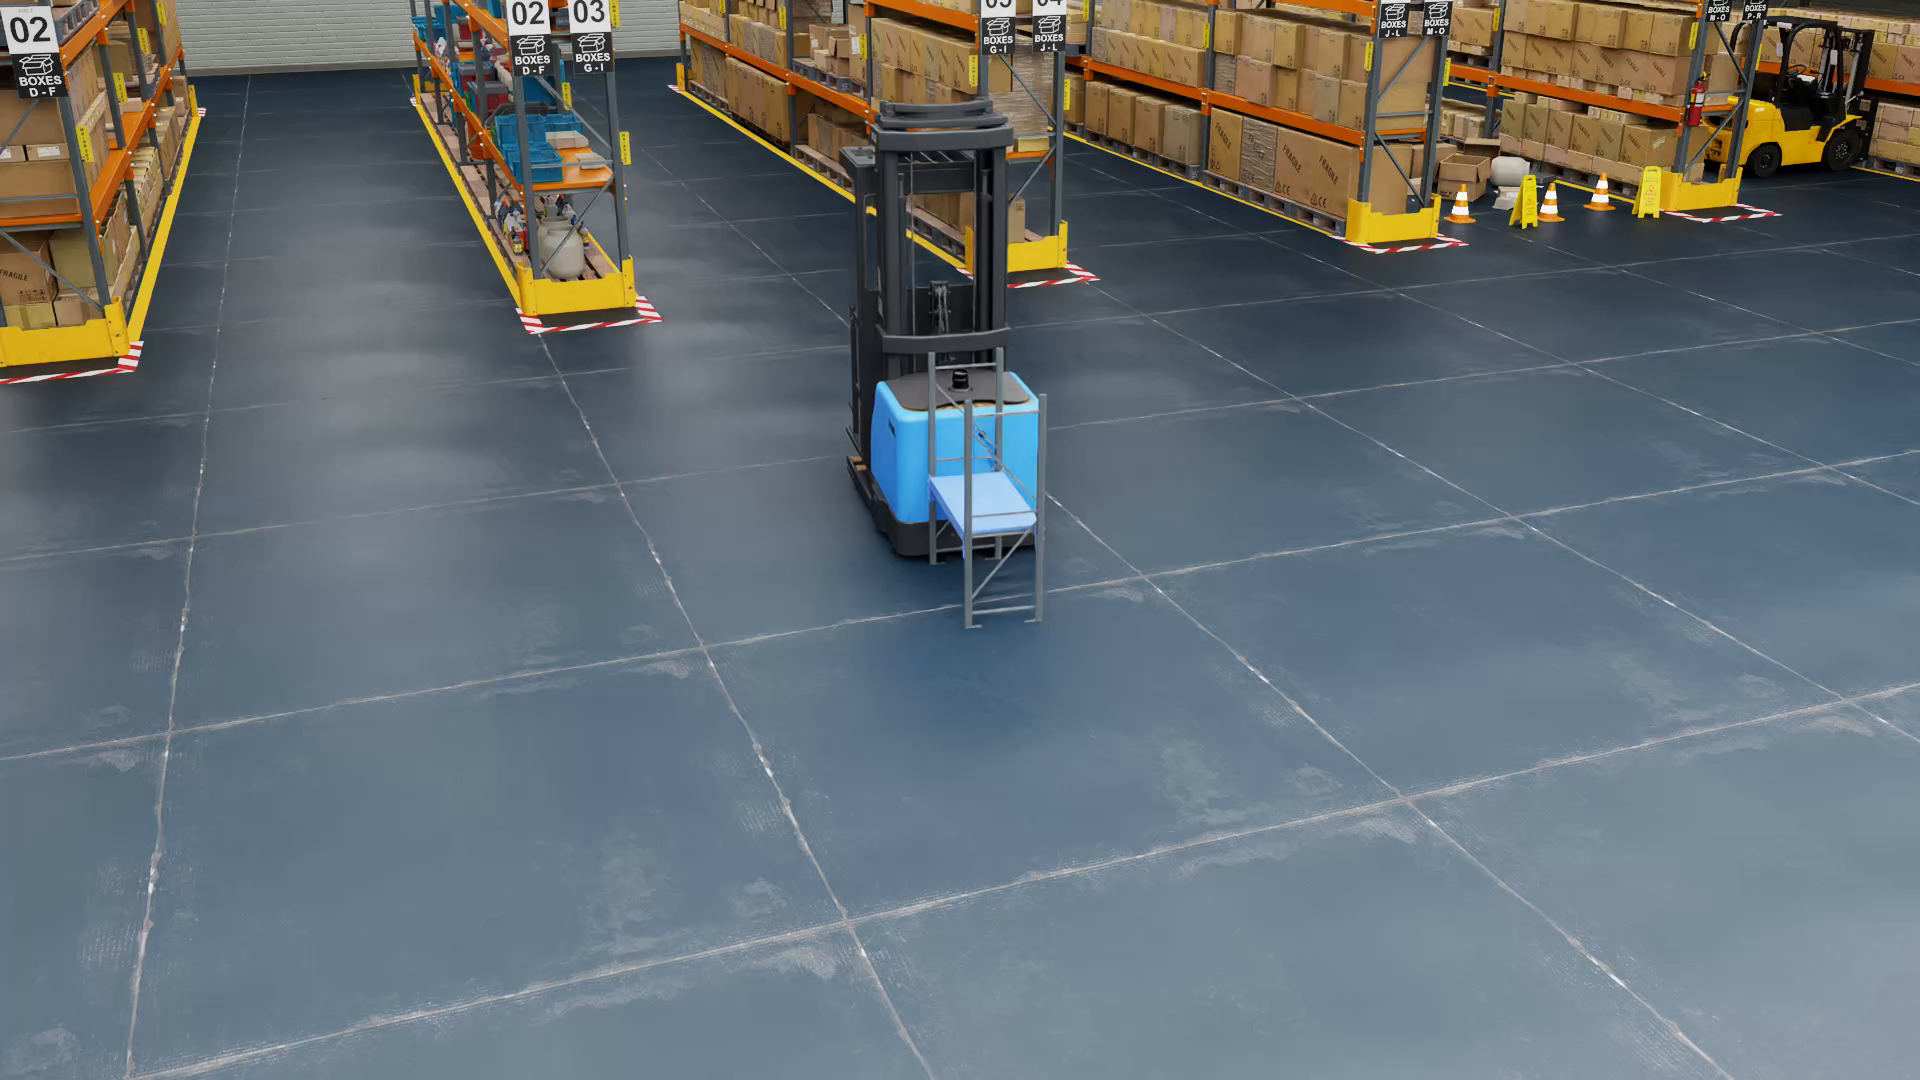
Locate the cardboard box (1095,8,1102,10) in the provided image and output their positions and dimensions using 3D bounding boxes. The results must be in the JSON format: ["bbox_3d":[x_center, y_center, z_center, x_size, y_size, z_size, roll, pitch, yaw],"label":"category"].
[{"bbox_3d":[2.361,-8.787,27.754,0.380,0.149,0.250,-8,24,-19],"label":"cardboard box"}]

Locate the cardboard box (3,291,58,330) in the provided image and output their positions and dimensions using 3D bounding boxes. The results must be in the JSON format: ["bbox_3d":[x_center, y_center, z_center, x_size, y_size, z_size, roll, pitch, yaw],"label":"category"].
[{"bbox_3d":[-9.062,-2.226,16.170,0.500,0.250,0.500,-8,24,-19],"label":"cardboard box"}]

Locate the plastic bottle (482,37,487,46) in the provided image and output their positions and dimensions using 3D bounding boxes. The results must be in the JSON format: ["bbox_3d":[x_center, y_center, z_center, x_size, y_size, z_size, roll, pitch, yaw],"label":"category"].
[{"bbox_3d":[-7.569,-7.872,26.629,0.144,0.351,0.185,-8,24,-19],"label":"plastic bottle"}]

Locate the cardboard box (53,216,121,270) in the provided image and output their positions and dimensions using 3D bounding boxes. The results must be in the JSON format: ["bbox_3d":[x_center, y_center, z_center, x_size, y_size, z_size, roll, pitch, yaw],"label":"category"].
[{"bbox_3d":[-8.944,-3.004,17.050,0.500,0.500,0.500,-8,24,-19],"label":"cardboard box"}]

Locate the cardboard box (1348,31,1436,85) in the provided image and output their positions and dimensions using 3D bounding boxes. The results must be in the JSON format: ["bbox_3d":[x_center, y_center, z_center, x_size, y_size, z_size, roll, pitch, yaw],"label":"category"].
[{"bbox_3d":[5.254,-5.854,20.194,0.875,0.550,0.550,-8,24,-19],"label":"cardboard box"}]

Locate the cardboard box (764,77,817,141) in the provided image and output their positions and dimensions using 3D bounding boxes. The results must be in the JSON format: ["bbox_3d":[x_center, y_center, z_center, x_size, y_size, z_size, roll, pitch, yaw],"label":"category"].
[{"bbox_3d":[-2.377,-6.878,26.402,1.225,0.875,0.875,-10,25,-21],"label":"cardboard box"}]

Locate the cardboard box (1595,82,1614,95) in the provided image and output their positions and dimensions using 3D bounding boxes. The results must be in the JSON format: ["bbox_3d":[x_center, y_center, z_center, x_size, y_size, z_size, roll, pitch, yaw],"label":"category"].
[{"bbox_3d":[9.094,-6.309,23.180,0.380,0.149,0.250,-9,24,-20],"label":"cardboard box"}]

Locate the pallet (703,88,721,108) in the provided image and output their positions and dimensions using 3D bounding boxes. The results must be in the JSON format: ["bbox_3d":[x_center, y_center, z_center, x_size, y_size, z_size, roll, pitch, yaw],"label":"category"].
[{"bbox_3d":[-4.196,-8.310,31.194,1.003,0.211,1.213,-8,24,-19],"label":"pallet"}]

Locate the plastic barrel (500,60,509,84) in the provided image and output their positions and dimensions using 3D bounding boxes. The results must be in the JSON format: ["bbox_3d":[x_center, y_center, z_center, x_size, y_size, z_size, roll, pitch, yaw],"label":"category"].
[{"bbox_3d":[-5.919,-6.141,22.284,0.433,0.535,0.433,0,23,0],"label":"plastic barrel"}]

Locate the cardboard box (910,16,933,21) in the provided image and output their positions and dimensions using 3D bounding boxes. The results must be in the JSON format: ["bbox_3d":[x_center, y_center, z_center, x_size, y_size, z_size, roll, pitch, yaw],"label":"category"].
[{"bbox_3d":[-0.324,-6.475,21.451,0.500,0.500,0.500,-8,24,-19],"label":"cardboard box"}]

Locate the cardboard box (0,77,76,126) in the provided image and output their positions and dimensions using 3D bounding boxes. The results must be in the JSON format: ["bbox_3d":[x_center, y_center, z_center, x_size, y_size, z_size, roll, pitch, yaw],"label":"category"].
[{"bbox_3d":[-8.958,-4.170,15.984,0.700,0.500,0.500,-9,24,-20],"label":"cardboard box"}]

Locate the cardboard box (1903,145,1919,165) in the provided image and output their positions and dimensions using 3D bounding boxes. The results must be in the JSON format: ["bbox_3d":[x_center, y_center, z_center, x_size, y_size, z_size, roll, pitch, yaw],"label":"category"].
[{"bbox_3d":[14.125,-5.599,24.172,0.500,0.250,0.500,-8,24,-19],"label":"cardboard box"}]

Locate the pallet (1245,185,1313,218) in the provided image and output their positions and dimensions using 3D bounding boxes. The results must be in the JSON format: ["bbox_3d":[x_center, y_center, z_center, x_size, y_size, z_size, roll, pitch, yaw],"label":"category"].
[{"bbox_3d":[4.566,-4.585,22.356,1.003,0.211,1.213,-8,24,-19],"label":"pallet"}]

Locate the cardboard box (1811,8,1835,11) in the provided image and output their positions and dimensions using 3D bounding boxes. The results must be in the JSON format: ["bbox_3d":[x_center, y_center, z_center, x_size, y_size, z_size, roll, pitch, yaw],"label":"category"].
[{"bbox_3d":[13.619,-8.310,26.256,0.380,0.149,0.250,-9,24,-20],"label":"cardboard box"}]

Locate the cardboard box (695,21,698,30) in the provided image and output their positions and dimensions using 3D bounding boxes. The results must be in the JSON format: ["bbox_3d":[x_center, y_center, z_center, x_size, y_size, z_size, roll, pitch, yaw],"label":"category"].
[{"bbox_3d":[-4.706,-9.560,30.894,0.380,0.149,0.250,-9,24,-20],"label":"cardboard box"}]

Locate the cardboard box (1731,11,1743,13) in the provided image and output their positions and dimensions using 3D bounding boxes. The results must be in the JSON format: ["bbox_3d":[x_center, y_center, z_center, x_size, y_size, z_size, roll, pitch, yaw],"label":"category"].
[{"bbox_3d":[12.700,-8.625,27.387,0.380,0.149,0.250,-8,24,-19],"label":"cardboard box"}]

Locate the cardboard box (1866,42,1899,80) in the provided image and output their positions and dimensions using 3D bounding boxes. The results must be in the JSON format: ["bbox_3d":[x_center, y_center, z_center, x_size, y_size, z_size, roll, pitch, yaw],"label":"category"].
[{"bbox_3d":[13.811,-7.110,24.629,0.500,0.500,0.500,-9,24,-20],"label":"cardboard box"}]

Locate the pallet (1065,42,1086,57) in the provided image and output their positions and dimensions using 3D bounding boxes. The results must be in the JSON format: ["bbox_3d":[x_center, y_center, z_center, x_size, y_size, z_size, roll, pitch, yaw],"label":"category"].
[{"bbox_3d":[2.171,-8.210,27.614,1.213,0.211,1.003,-8,24,-19],"label":"pallet"}]

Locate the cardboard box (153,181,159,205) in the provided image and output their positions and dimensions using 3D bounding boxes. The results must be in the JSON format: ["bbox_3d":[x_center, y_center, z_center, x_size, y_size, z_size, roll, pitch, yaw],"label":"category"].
[{"bbox_3d":[-10.648,-4.451,21.448,0.500,0.250,0.500,-8,24,-18],"label":"cardboard box"}]

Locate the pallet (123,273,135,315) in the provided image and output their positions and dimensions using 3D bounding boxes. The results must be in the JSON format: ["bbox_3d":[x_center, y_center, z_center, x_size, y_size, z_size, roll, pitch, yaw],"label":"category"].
[{"bbox_3d":[-9.332,-2.575,17.588,1.003,0.211,1.213,-8,24,-19],"label":"pallet"}]

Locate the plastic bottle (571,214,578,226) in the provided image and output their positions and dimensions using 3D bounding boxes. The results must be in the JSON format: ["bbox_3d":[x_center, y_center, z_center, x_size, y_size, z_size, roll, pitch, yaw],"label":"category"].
[{"bbox_3d":[-4.538,-3.705,19.626,0.097,0.271,0.097,0,23,0],"label":"plastic bottle"}]

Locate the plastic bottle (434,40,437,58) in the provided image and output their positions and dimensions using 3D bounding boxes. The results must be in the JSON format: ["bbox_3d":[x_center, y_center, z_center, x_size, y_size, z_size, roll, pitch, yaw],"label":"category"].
[{"bbox_3d":[-8.422,-7.890,26.758,0.061,0.283,0.133,-8,24,-19],"label":"plastic bottle"}]

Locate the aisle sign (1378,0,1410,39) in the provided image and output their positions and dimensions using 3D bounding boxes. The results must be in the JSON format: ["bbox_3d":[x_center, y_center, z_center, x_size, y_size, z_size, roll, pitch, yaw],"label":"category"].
[{"bbox_3d":[5.093,-6.278,19.436,0.394,0.787,0.004,-8,24,-19],"label":"aisle sign"}]

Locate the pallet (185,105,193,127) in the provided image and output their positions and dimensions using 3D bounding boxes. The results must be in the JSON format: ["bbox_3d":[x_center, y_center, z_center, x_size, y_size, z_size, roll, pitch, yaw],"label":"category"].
[{"bbox_3d":[-13.939,-7.357,28.934,1.003,0.211,1.213,-8,24,-19],"label":"pallet"}]

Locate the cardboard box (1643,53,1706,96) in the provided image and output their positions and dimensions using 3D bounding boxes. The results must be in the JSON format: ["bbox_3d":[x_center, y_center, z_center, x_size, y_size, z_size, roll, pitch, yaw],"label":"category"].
[{"bbox_3d":[9.495,-6.206,22.100,0.500,0.500,0.500,-9,24,-20],"label":"cardboard box"}]

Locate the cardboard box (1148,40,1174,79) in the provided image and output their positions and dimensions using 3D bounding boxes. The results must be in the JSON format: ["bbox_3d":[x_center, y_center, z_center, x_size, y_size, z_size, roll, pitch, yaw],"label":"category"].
[{"bbox_3d":[3.144,-7.167,24.763,0.500,0.500,0.500,-8,24,-18],"label":"cardboard box"}]

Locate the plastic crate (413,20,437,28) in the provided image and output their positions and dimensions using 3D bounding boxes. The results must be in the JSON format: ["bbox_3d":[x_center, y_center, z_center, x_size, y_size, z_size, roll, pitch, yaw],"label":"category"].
[{"bbox_3d":[-9.601,-9.214,29.887,0.416,0.233,0.300,-8,24,-19],"label":"plastic crate"}]

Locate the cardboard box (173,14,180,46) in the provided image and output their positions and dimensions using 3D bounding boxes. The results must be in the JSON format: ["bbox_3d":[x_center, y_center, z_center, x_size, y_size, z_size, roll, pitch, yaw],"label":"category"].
[{"bbox_3d":[-13.649,-8.692,28.381,0.500,0.500,0.500,-8,24,-19],"label":"cardboard box"}]

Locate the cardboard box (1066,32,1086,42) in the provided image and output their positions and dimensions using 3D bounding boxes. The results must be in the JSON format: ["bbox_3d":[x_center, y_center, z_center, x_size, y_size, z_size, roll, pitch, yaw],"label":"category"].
[{"bbox_3d":[1.918,-8.248,27.240,0.380,0.149,0.250,-8,24,-18],"label":"cardboard box"}]

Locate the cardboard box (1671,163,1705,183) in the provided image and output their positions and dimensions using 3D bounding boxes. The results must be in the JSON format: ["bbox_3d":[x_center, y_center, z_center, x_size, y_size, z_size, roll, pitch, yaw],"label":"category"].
[{"bbox_3d":[9.918,-5.121,23.037,0.500,0.250,0.500,-9,24,-19],"label":"cardboard box"}]

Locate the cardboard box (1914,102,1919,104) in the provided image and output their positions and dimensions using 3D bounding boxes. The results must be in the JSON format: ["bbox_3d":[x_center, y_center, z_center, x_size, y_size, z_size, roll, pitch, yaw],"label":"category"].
[{"bbox_3d":[14.414,-6.314,24.582,0.500,0.250,0.500,-8,24,-19],"label":"cardboard box"}]

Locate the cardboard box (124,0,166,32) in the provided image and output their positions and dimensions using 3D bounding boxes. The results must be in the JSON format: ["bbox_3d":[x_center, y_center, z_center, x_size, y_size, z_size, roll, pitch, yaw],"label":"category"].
[{"bbox_3d":[-12.738,-8.222,25.980,0.500,0.500,0.500,-8,24,-18],"label":"cardboard box"}]

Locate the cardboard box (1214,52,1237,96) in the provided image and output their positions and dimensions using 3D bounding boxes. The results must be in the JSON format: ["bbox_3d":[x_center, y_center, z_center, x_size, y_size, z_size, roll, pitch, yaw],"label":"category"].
[{"bbox_3d":[4.077,-6.537,23.205,0.875,0.550,0.550,-8,24,-19],"label":"cardboard box"}]

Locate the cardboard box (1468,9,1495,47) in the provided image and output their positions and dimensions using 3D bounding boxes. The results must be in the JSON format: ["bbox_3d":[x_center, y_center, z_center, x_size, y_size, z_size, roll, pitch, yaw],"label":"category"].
[{"bbox_3d":[8.153,-7.830,25.412,0.500,0.500,0.500,-9,24,-20],"label":"cardboard box"}]

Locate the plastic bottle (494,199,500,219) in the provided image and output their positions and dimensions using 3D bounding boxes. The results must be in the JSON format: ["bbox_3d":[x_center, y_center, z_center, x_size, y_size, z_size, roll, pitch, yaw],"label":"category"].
[{"bbox_3d":[-5.671,-4.047,20.436,0.097,0.271,0.097,0,23,0],"label":"plastic bottle"}]

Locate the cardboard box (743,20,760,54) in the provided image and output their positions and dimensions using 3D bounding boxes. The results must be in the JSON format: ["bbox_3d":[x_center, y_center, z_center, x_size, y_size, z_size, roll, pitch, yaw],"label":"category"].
[{"bbox_3d":[-3.283,-8.344,27.556,0.500,0.500,0.500,-9,24,-20],"label":"cardboard box"}]

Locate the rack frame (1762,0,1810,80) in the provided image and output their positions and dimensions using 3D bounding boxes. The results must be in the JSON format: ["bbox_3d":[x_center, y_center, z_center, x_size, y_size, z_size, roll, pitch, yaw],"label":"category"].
[{"bbox_3d":[13.173,-7.999,26.866,1.000,3.000,0.127,-8,24,-19],"label":"rack frame"}]

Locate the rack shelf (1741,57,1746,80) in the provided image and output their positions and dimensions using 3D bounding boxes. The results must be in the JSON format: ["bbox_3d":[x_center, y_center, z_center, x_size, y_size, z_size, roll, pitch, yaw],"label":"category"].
[{"bbox_3d":[12.467,-8.394,28.730,1.077,0.370,4.000,-8,24,-19],"label":"rack shelf"}]

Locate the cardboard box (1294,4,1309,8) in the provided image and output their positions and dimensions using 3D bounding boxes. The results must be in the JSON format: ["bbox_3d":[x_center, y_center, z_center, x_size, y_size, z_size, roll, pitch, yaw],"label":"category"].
[{"bbox_3d":[6.332,-9.795,29.712,0.500,0.500,0.500,-8,24,-19],"label":"cardboard box"}]

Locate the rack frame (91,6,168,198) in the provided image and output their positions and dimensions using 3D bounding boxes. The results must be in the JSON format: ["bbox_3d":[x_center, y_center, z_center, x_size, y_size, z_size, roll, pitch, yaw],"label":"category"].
[{"bbox_3d":[-11.422,-6.052,22.248,1.000,3.000,0.127,-8,24,-19],"label":"rack frame"}]

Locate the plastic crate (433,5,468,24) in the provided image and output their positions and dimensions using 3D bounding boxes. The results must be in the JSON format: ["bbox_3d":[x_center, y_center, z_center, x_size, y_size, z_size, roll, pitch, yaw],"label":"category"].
[{"bbox_3d":[-9.320,-9.585,30.507,0.616,0.435,0.499,-8,24,-19],"label":"plastic crate"}]

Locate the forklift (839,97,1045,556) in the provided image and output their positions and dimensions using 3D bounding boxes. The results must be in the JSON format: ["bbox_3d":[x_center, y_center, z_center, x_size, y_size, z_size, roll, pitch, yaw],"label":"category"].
[{"bbox_3d":[-0.255,-1.785,12.211,1.130,2.935,3.031,-5,23,-12],"label":"forklift"}]

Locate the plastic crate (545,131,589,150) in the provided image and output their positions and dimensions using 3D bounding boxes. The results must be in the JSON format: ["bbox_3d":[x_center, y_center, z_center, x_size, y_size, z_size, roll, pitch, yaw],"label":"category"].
[{"bbox_3d":[-4.563,-4.600,19.142,0.530,0.136,0.437,-8,24,-19],"label":"plastic crate"}]

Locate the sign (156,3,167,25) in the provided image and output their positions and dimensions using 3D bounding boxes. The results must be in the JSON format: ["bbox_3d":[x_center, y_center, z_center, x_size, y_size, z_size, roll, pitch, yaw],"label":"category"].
[{"bbox_3d":[-12.317,-8.117,25.655,0.100,0.325,0.005,-8,24,-19],"label":"sign"}]

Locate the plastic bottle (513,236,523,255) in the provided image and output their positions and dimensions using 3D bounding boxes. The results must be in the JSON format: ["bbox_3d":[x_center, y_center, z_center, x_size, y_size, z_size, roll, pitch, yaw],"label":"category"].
[{"bbox_3d":[-5.020,-3.344,18.859,0.097,0.201,0.097,0,23,0],"label":"plastic bottle"}]

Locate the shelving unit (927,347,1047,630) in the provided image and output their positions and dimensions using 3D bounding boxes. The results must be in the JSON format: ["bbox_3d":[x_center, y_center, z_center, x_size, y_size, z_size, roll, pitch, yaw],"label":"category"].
[{"bbox_3d":[0.155,-0.349,10.647,0.538,1.500,1.048,-5,23,-12],"label":"shelving unit"}]

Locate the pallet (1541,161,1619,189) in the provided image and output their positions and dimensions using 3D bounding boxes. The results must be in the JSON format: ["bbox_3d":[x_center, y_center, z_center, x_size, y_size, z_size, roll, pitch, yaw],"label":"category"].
[{"bbox_3d":[9.236,-5.348,24.168,1.003,0.211,1.213,-8,24,-19],"label":"pallet"}]

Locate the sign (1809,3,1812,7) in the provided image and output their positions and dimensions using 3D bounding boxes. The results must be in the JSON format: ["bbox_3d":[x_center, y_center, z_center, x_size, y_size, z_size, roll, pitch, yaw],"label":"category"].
[{"bbox_3d":[13.692,-8.511,26.865,0.100,0.325,0.005,-8,24,-19],"label":"sign"}]

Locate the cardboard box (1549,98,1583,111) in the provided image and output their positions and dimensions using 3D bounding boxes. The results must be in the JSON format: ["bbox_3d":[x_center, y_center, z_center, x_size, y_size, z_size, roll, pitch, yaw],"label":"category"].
[{"bbox_3d":[8.756,-6.298,24.030,0.380,0.149,0.250,-7,24,-16],"label":"cardboard box"}]

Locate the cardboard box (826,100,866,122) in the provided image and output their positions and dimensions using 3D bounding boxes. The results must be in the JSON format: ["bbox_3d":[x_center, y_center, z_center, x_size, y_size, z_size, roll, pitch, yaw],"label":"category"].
[{"bbox_3d":[-1.692,-6.376,24.702,0.500,0.250,0.500,-6,23,-13],"label":"cardboard box"}]

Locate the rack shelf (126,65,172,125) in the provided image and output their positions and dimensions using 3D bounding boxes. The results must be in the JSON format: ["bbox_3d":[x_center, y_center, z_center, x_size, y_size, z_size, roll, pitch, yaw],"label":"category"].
[{"bbox_3d":[-12.129,-6.448,24.112,1.077,0.370,4.000,-8,24,-19],"label":"rack shelf"}]

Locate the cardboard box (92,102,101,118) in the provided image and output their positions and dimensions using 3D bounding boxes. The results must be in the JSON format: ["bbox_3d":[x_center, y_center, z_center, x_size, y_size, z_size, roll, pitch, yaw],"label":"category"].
[{"bbox_3d":[-9.438,-4.594,17.824,0.380,0.149,0.250,-8,24,-19],"label":"cardboard box"}]

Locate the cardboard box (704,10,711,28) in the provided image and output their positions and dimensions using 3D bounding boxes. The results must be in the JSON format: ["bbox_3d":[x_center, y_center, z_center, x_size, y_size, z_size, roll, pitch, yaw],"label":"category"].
[{"bbox_3d":[-4.333,-9.429,30.069,0.500,0.250,0.500,-8,24,-18],"label":"cardboard box"}]

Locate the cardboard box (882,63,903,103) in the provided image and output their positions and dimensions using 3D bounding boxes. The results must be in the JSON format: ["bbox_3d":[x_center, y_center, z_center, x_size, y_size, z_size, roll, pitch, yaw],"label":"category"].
[{"bbox_3d":[-0.495,-5.781,21.093,0.875,0.500,0.500,-8,24,-19],"label":"cardboard box"}]

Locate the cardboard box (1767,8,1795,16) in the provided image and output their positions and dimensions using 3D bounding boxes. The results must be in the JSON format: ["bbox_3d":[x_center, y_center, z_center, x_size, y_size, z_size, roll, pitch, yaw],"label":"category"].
[{"bbox_3d":[13.008,-8.324,26.292,0.380,0.149,0.250,-8,24,-18],"label":"cardboard box"}]

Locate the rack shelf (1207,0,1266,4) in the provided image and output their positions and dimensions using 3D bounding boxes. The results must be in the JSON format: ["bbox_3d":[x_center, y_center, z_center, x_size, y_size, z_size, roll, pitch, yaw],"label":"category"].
[{"bbox_3d":[3.229,-8.378,24.830,1.077,0.370,4.000,-8,24,-19],"label":"rack shelf"}]

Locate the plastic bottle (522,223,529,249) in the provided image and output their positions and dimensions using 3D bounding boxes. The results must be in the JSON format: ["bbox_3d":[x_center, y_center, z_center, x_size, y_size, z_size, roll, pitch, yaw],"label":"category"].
[{"bbox_3d":[-4.984,-3.492,19.104,0.061,0.283,0.133,-8,24,-19],"label":"plastic bottle"}]
